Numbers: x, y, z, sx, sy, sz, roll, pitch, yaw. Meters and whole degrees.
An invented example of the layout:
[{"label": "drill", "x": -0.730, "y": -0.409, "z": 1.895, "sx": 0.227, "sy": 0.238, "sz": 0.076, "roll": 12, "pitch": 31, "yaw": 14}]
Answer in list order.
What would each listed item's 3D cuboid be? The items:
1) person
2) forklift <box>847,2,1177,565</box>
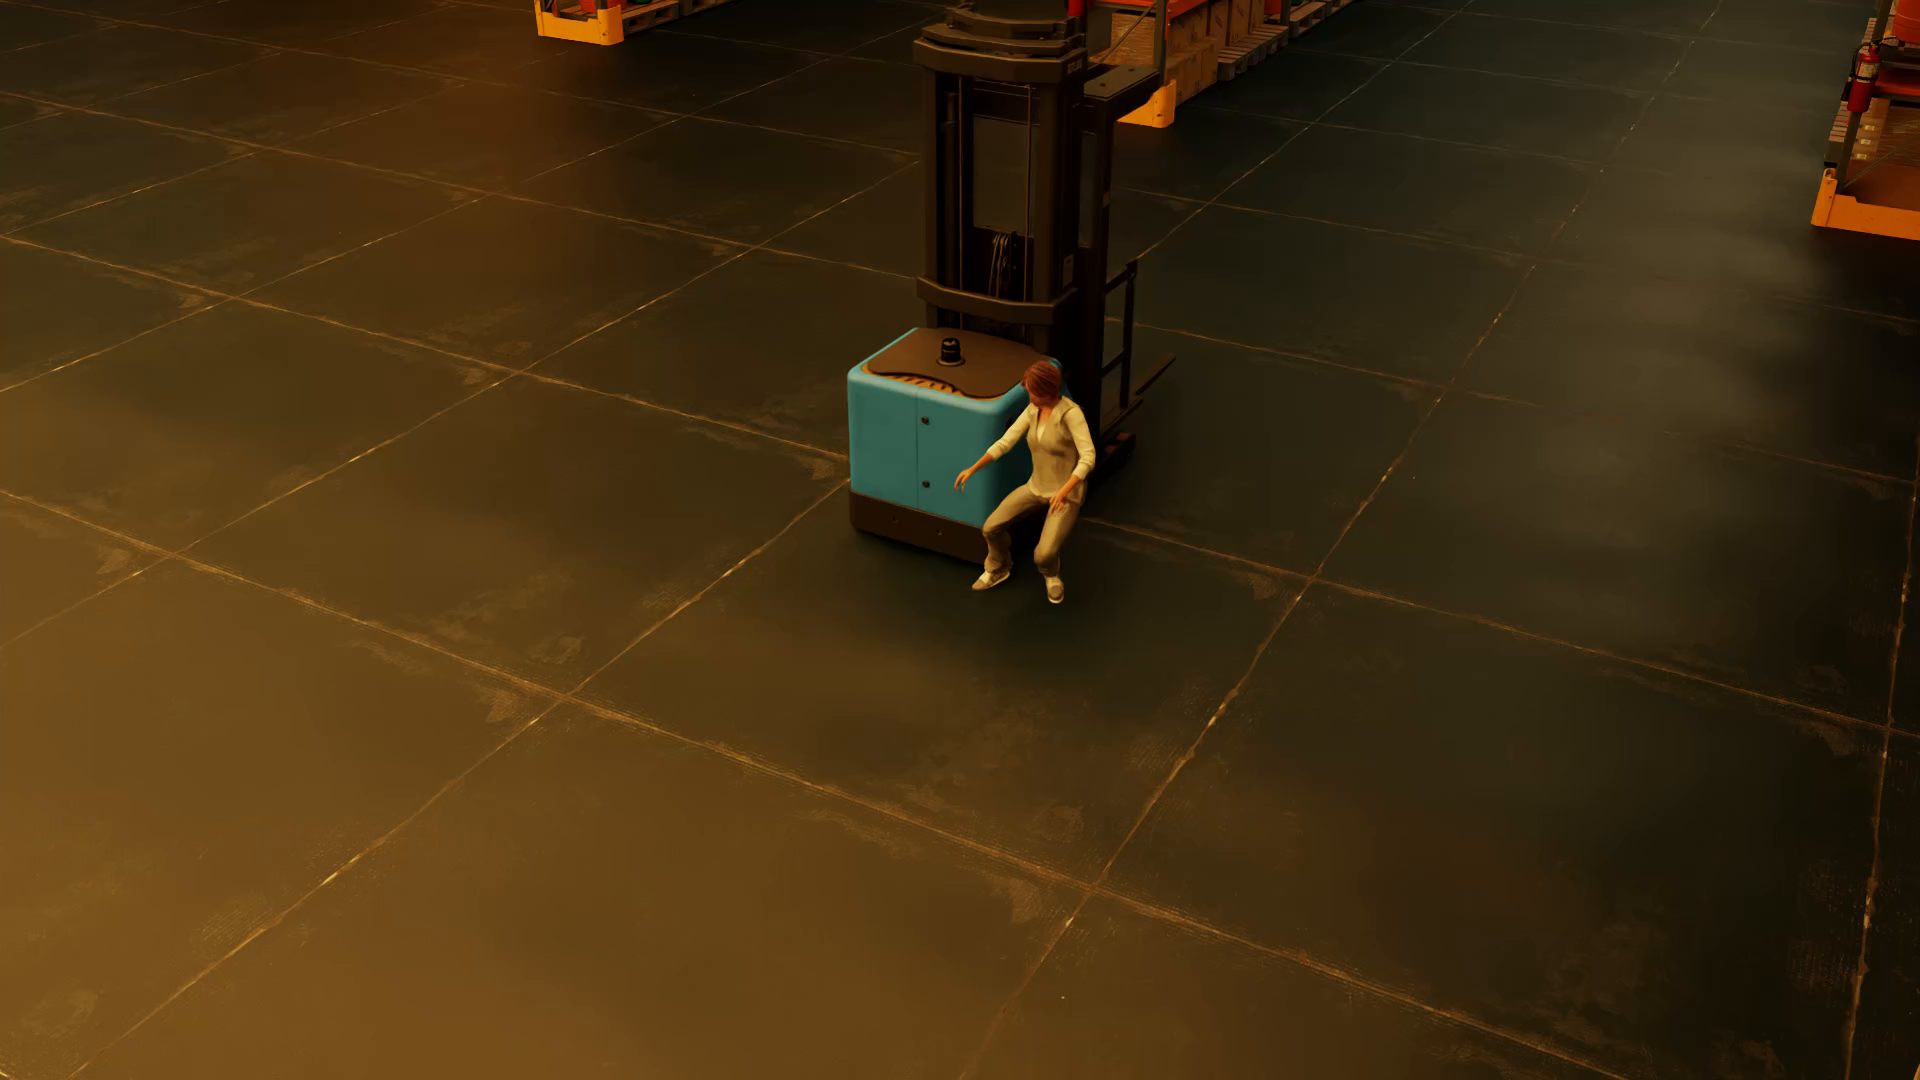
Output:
[{"label": "person", "x": 0.360, "y": -0.239, "z": 9.016, "sx": 0.651, "sy": 1.459, "sz": 0.719, "roll": -24, "pitch": 38, "yaw": -35}, {"label": "forklift", "x": 0.502, "y": -1.828, "z": 10.239, "sx": 1.130, "sy": 2.935, "sz": 3.031, "roll": 16, "pitch": 34, "yaw": 26}]
